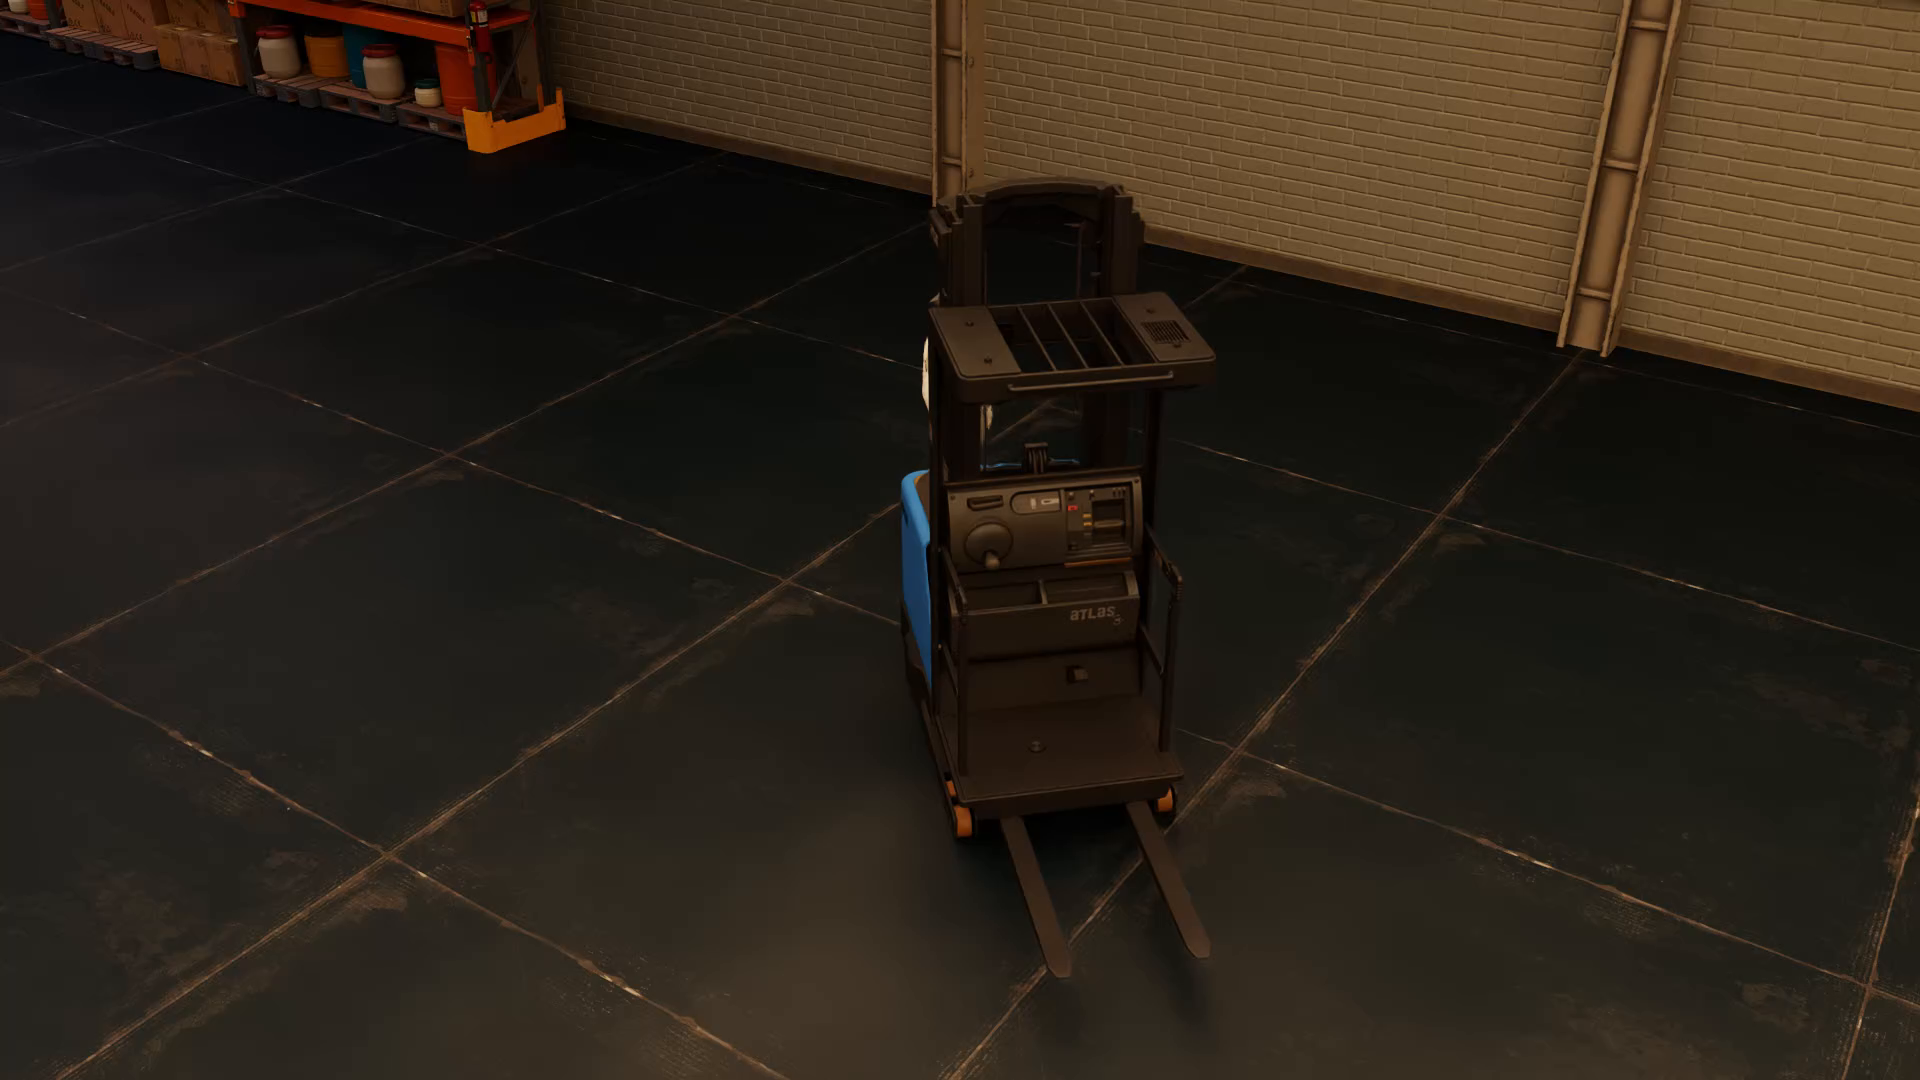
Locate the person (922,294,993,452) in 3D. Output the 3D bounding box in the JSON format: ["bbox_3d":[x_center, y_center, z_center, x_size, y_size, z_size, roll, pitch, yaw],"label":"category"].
[{"bbox_3d":[0.052,-0.717,10.034,0.534,1.697,0.588,19,35,29],"label":"person"}]

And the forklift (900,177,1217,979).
[{"bbox_3d":[0.447,-0.030,7.634,1.130,2.935,3.031,-5,31,-9],"label":"forklift"}]
